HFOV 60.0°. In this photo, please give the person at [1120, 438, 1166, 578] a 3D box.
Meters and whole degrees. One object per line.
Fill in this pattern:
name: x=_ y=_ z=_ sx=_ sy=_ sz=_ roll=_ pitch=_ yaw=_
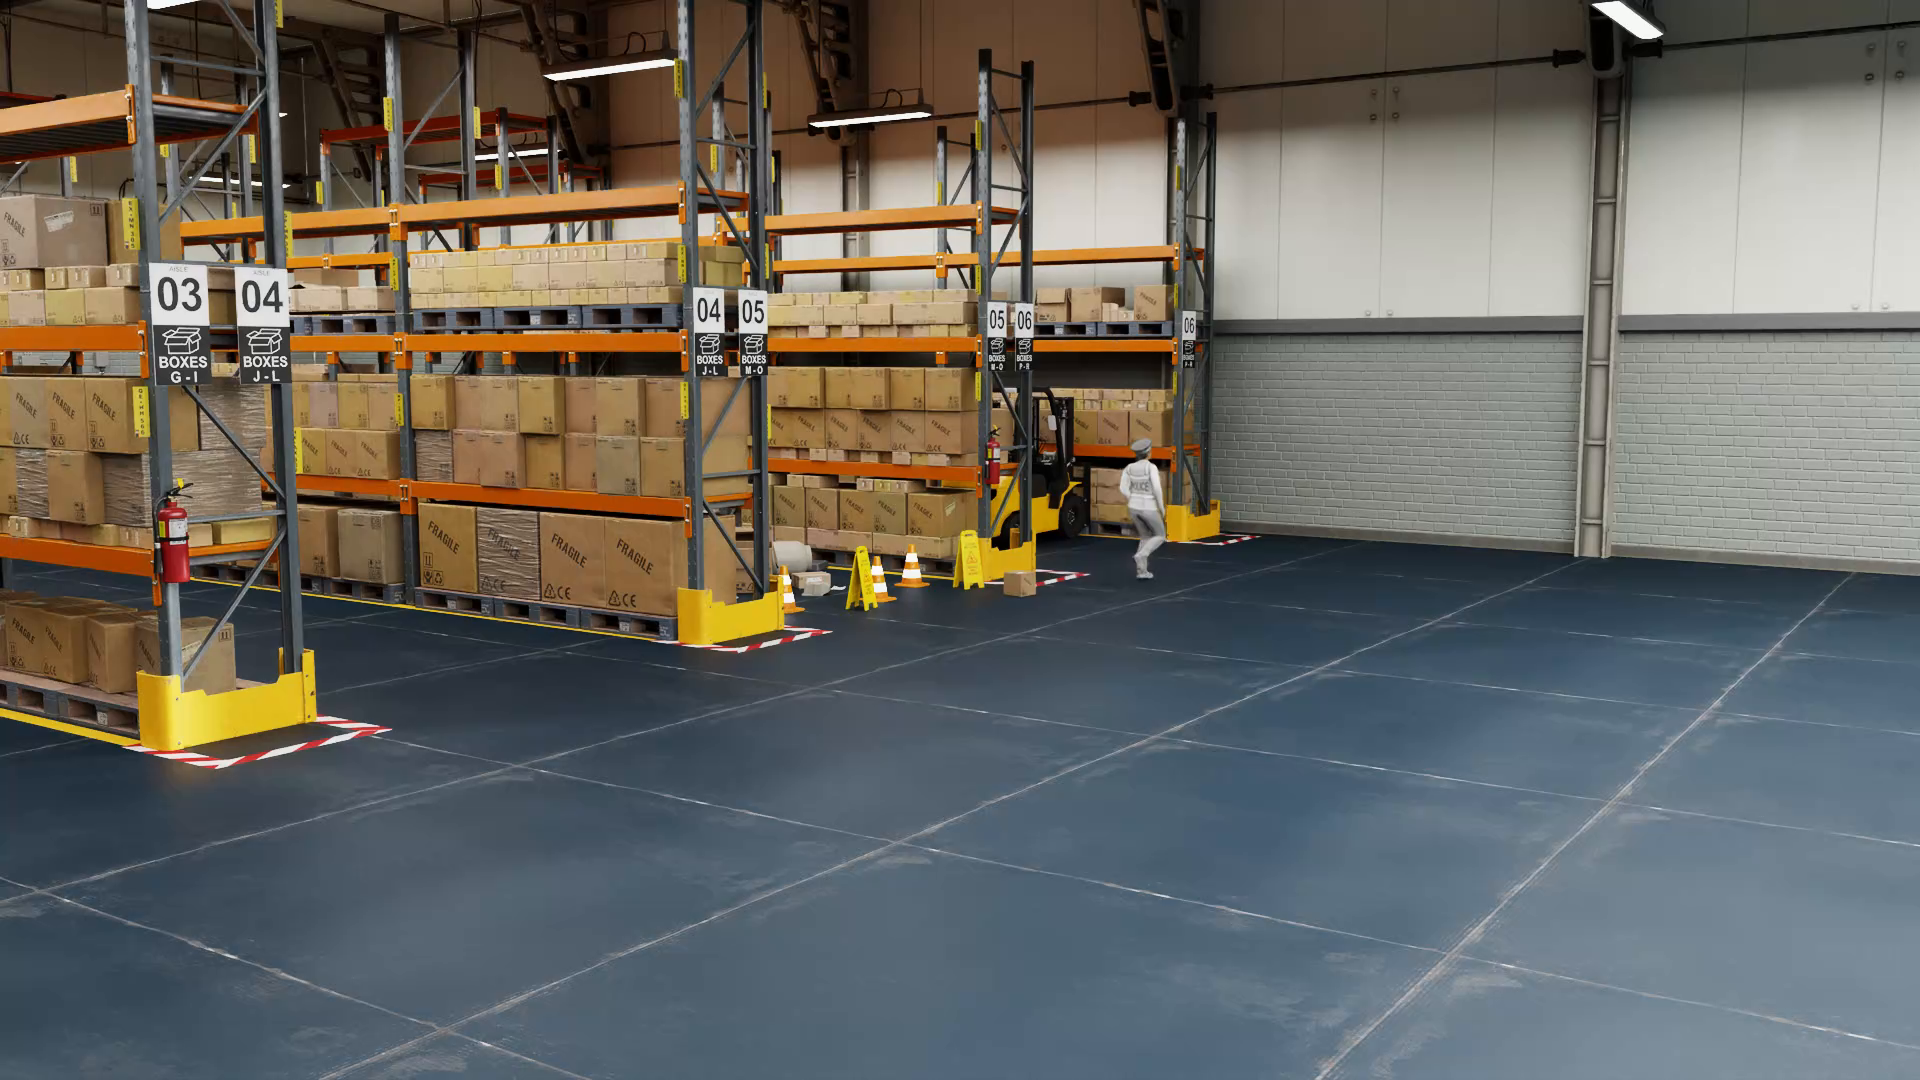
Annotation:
person: x=2.157 y=-0.369 z=19.278 sx=0.608 sy=1.631 sz=0.487 roll=5 pitch=8 yaw=37
